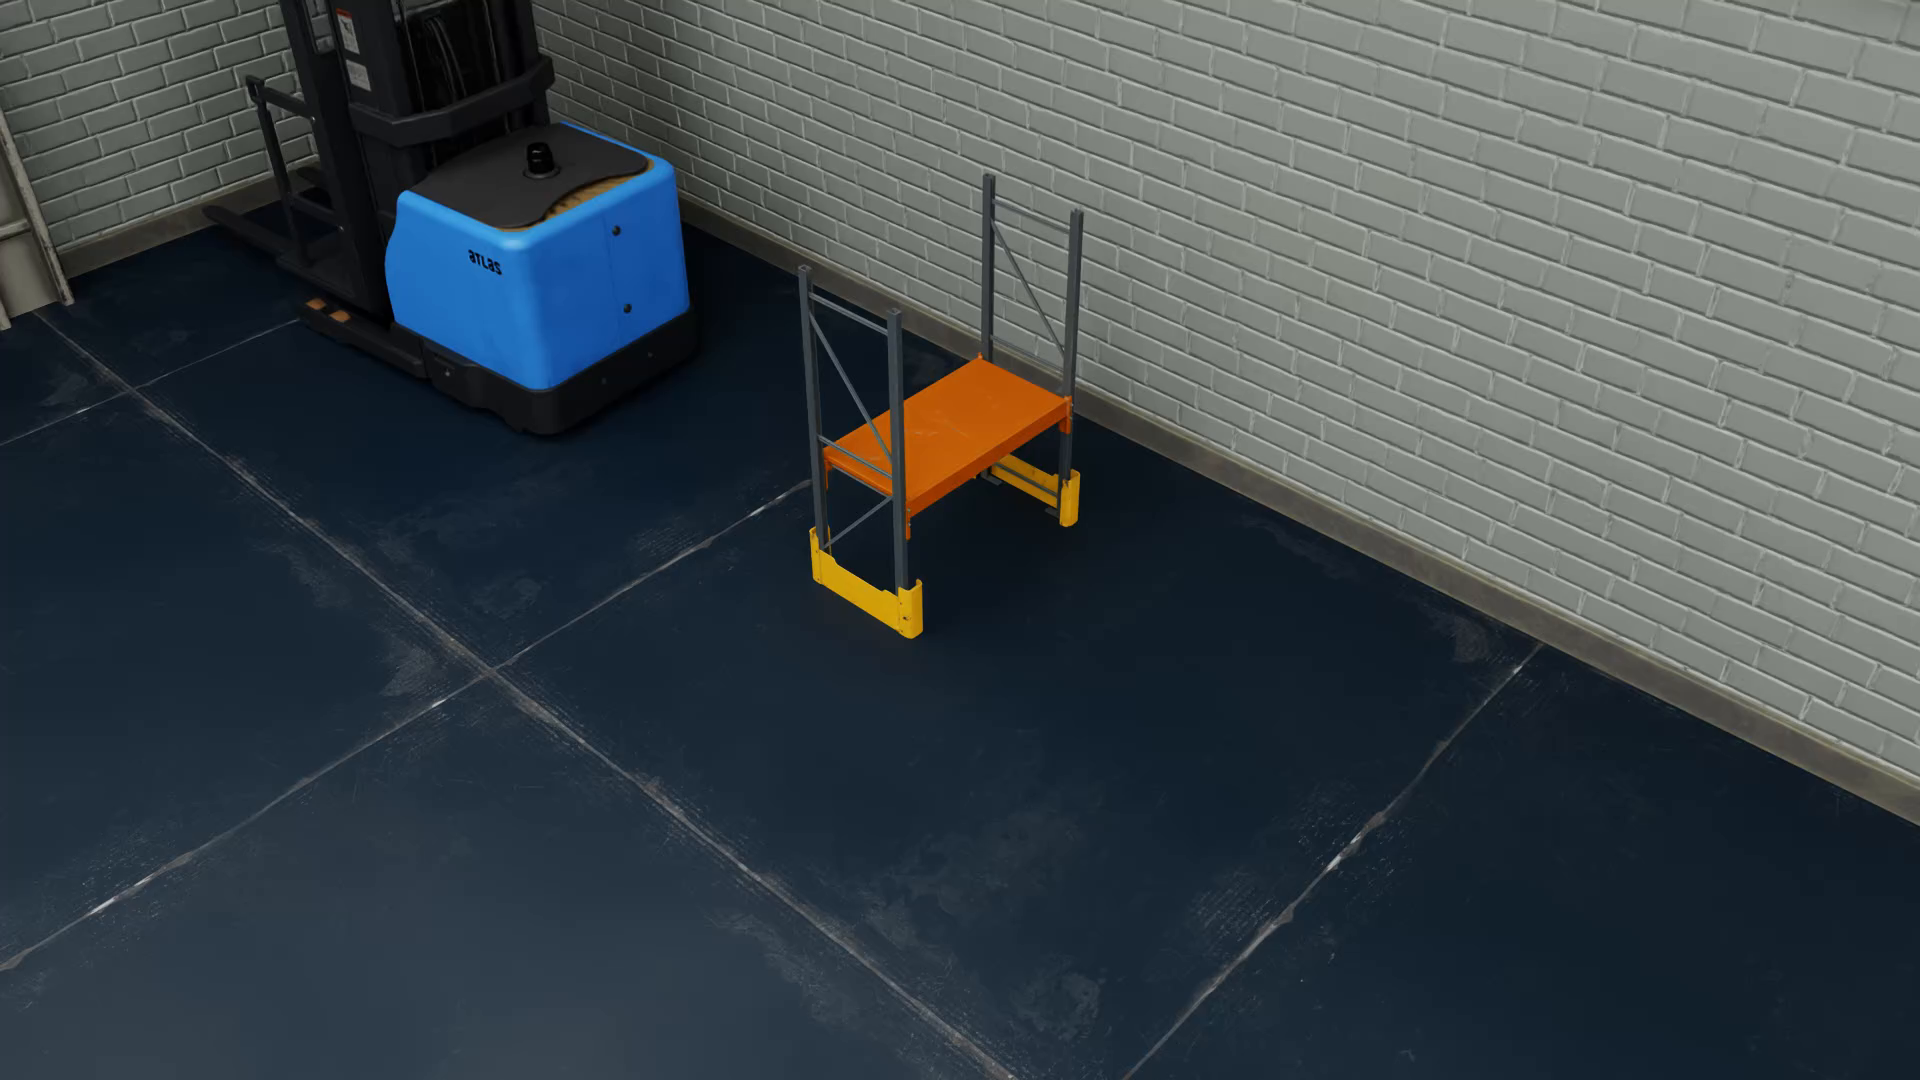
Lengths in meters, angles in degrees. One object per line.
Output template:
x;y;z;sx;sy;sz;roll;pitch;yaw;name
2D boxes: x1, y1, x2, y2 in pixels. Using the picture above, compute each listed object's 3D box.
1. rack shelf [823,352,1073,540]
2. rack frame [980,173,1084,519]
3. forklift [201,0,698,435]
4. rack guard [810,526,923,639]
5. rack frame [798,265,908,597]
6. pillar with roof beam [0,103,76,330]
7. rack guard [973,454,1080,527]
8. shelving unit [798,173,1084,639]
-0.058;-0.407;6.846;0.538;0.185;1.000;30;47;32;rack shelf
0.285;-0.781;7.028;0.500;1.500;0.032;30;47;32;rack frame
-2.791;-2.388;7.898;3.031;2.935;1.130;26;45;29;forklift
-0.387;0.166;6.840;0.587;0.250;0.087;30;47;32;rack guard
-0.401;-0.314;6.440;0.500;1.500;0.032;30;47;32;rack frame
-1.768;-2.953;3.734;9.100;9.000;0.400;30;47;32;pillar with roof beam
0.285;-0.292;7.416;0.587;0.250;0.087;30;47;32;rack guard
-0.051;-0.552;6.739;0.587;1.500;1.083;30;47;32;shelving unit
